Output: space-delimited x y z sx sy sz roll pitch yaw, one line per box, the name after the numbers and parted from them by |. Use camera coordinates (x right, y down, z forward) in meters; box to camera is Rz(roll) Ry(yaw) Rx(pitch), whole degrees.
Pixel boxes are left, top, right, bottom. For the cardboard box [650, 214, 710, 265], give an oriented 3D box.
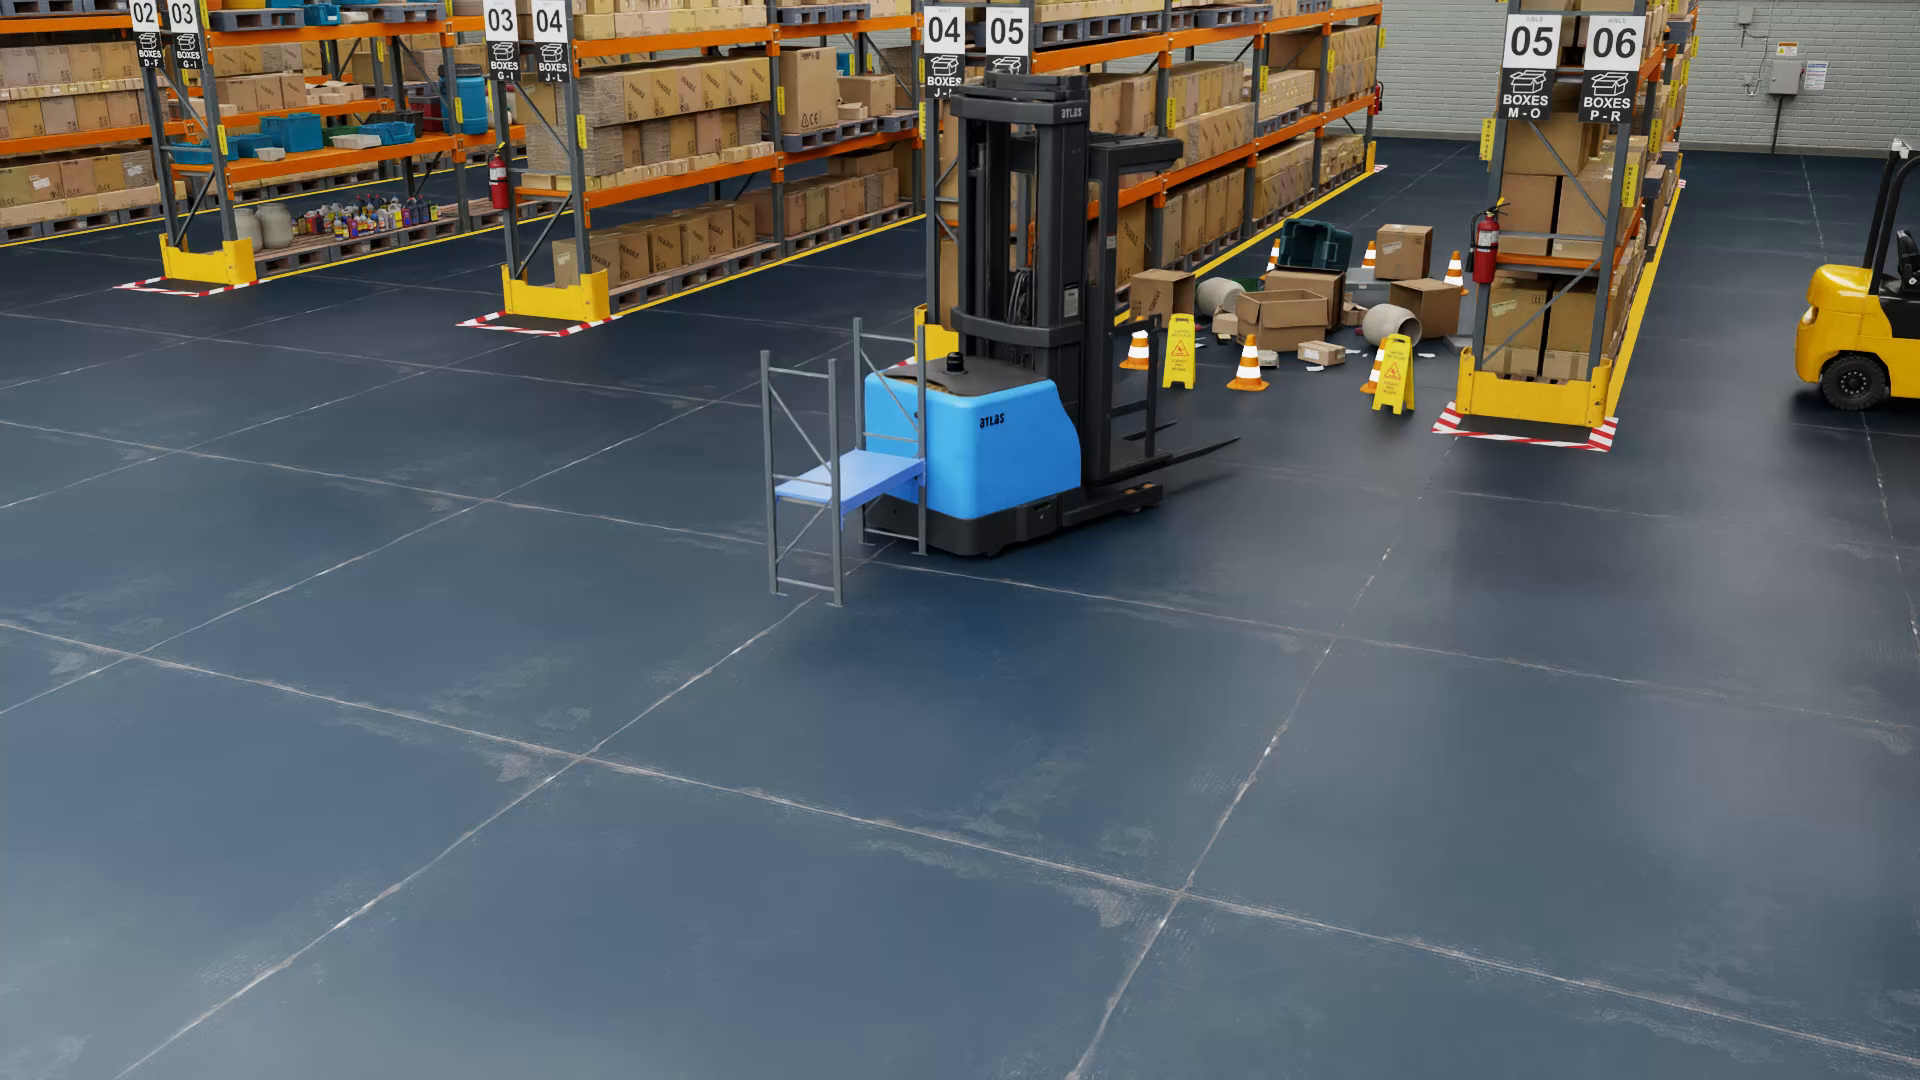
-3.290 -3.540 19.551 0.500 0.500 0.500 7 21 18 | cardboard box

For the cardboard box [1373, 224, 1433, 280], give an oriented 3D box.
4.725 -3.068 17.719 0.500 0.500 0.500 9 21 23 | cardboard box

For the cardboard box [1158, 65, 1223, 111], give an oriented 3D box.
2.835 -5.595 20.584 0.700 0.500 0.500 8 21 22 | cardboard box

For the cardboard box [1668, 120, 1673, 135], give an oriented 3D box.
9.474 -5.702 22.748 0.500 0.250 0.500 8 21 22 | cardboard box

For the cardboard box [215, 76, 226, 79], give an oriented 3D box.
-13.867 -8.555 30.893 0.380 0.149 0.250 9 21 24 | cardboard box

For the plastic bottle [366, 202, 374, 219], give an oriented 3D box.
-7.857 -4.364 22.179 0.097 0.271 0.097 0 20 0 | plastic bottle

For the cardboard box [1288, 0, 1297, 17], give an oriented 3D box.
4.317 -7.431 22.761 0.500 0.500 0.500 9 21 23 | cardboard box

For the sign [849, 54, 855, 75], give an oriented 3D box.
-1.550 -6.857 24.046 0.100 0.325 0.005 9 21 23 | sign

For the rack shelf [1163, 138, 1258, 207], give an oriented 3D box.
2.623 -4.575 20.429 1.077 0.370 4.000 9 21 23 | rack shelf

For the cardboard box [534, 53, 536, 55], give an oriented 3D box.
-7.990 -9.443 31.404 0.500 0.500 0.500 9 22 24 | cardboard box

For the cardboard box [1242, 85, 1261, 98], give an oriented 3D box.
3.810 -6.001 22.226 0.380 0.149 0.250 9 21 23 | cardboard box

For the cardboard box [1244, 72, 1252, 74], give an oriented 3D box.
4.178 -6.810 24.502 0.380 0.149 0.250 8 21 22 | cardboard box

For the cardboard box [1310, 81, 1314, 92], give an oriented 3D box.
5.097 -6.819 24.970 0.380 0.149 0.250 9 22 24 | cardboard box

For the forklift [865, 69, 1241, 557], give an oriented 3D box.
0.780 -1.675 11.306 3.031 2.935 1.130 -18 26 -40 | forklift

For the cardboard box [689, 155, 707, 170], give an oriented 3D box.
-3.127 -4.333 19.050 0.380 0.149 0.250 9 21 23 | cardboard box

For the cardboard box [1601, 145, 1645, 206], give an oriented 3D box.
5.993 -3.354 15.329 0.500 0.500 0.500 9 22 24 | cardboard box

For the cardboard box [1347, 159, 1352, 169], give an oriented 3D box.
6.356 -6.310 27.864 0.380 0.149 0.250 8 21 20 | cardboard box

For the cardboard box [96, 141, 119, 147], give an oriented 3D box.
-15.163 -6.936 29.070 0.700 0.500 0.500 9 21 23 | cardboard box

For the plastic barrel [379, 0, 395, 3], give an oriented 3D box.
-7.554 -7.252 21.615 0.421 0.512 0.421 0 20 0 | plastic barrel

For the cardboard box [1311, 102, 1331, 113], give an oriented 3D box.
5.494 -6.671 25.625 0.380 0.149 0.250 9 22 25 | cardboard box

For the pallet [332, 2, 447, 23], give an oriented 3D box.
-7.405 -6.784 21.372 1.213 0.211 1.003 9 21 23 | pallet

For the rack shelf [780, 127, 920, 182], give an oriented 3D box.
-1.861 -5.286 22.430 1.077 0.370 4.000 9 21 23 | rack shelf

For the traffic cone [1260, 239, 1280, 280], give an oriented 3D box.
3.731 -3.310 19.585 0.336 0.463 0.334 9 21 23 | traffic cone

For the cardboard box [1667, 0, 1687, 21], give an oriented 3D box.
6.966 -5.318 16.566 0.500 0.250 0.500 8 21 21 | cardboard box

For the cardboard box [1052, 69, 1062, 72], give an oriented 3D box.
1.443 -8.303 28.499 0.500 0.500 0.500 8 21 21 | cardboard box

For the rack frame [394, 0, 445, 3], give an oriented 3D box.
-7.199 -8.520 21.496 1.000 3.000 0.127 9 21 23 | rack frame

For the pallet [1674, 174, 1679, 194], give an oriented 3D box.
11.019 -5.753 26.831 1.003 0.211 1.213 9 21 23 | pallet

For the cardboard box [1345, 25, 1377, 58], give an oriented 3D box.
6.757 -8.455 28.181 0.500 0.500 0.500 8 21 22 | cardboard box

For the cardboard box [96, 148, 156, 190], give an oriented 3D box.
-11.922 -5.307 23.772 0.500 0.500 0.500 9 21 23 | cardboard box

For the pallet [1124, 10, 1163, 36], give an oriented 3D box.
1.459 -5.425 17.402 1.003 0.211 1.213 9 21 23 | pallet

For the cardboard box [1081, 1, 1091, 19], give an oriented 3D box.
1.012 -4.989 15.643 0.380 0.149 0.250 9 21 23 | cardboard box

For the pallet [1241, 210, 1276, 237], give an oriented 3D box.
3.763 -4.450 23.166 1.003 0.211 1.213 9 21 23 | pallet

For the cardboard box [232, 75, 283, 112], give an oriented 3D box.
-10.966 -6.968 25.936 0.500 0.500 0.500 9 21 23 | cardboard box

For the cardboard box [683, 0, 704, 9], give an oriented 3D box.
-3.084 -6.002 18.520 0.380 0.149 0.250 10 22 25 | cardboard box

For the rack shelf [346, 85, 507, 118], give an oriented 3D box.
-9.259 -7.869 29.693 1.077 0.370 4.000 9 21 23 | rack shelf

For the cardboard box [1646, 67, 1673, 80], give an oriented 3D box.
8.424 -5.512 20.350 0.500 0.500 0.500 8 21 21 | cardboard box

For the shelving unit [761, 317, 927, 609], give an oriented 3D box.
-0.678 -0.494 10.120 0.538 1.500 1.048 10 22 26 | shelving unit

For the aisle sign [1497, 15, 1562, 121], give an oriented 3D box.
4.433 -3.677 12.951 0.394 0.787 0.004 9 21 23 | aisle sign

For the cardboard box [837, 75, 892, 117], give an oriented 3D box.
-1.364 -6.126 22.943 0.700 0.500 0.500 12 23 31 | cardboard box

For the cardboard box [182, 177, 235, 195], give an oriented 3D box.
-11.325 -5.366 25.057 0.500 0.250 0.500 8 21 21 | cardboard box

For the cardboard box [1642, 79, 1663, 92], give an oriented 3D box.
7.587 -5.029 18.444 0.380 0.149 0.250 7 21 20 | cardboard box

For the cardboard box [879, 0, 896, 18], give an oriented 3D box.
-1.204 -7.247 22.616 0.500 0.250 0.500 8 21 23 | cardboard box

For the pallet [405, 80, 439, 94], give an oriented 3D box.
-9.286 -8.102 29.559 1.003 0.211 1.213 9 21 23 | pallet

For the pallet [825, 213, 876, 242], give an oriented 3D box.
-1.864 -4.312 22.779 1.003 0.211 1.213 9 21 23 | pallet

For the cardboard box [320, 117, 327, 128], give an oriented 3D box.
-13.108 -8.467 32.881 0.750 0.750 0.750 9 21 23 | cardboard box

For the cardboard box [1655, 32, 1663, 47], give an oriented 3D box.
6.511 -4.810 15.916 0.380 0.149 0.250 9 21 23 | cardboard box

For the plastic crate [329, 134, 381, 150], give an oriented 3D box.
-7.632 -5.038 21.052 0.530 0.136 0.437 9 21 23 | plastic crate

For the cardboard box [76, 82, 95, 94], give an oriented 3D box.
-12.153 -6.226 22.883 0.380 0.149 0.250 9 22 24 | cardboard box

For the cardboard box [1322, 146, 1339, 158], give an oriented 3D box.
5.900 -6.269 26.860 0.380 0.149 0.250 9 21 24 | cardboard box

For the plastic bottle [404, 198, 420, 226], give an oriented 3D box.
-7.278 -4.357 22.041 0.144 0.351 0.185 7 21 20 | plastic bottle

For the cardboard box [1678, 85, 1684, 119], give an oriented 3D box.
10.487 -6.558 24.785 0.500 0.500 0.500 9 21 23 | cardboard box

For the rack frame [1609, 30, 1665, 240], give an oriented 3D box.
6.361 -3.654 16.766 1.000 3.000 0.127 9 21 23 | rack frame

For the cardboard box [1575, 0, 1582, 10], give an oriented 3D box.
4.972 -4.470 13.770 0.380 0.149 0.250 9 21 23 | cardboard box

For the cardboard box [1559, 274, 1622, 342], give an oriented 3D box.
5.525 -2.063 14.651 0.500 0.500 0.500 8 21 21 | cardboard box

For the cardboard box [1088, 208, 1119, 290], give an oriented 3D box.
1.117 -3.040 17.585 0.875 0.875 0.875 9 21 23 | cardboard box

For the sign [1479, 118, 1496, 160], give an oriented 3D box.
4.225 -3.208 13.313 0.100 0.325 0.005 9 21 23 | sign

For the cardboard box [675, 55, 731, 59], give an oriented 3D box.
-3.096 -5.569 20.067 0.500 0.500 0.500 9 21 23 | cardboard box
